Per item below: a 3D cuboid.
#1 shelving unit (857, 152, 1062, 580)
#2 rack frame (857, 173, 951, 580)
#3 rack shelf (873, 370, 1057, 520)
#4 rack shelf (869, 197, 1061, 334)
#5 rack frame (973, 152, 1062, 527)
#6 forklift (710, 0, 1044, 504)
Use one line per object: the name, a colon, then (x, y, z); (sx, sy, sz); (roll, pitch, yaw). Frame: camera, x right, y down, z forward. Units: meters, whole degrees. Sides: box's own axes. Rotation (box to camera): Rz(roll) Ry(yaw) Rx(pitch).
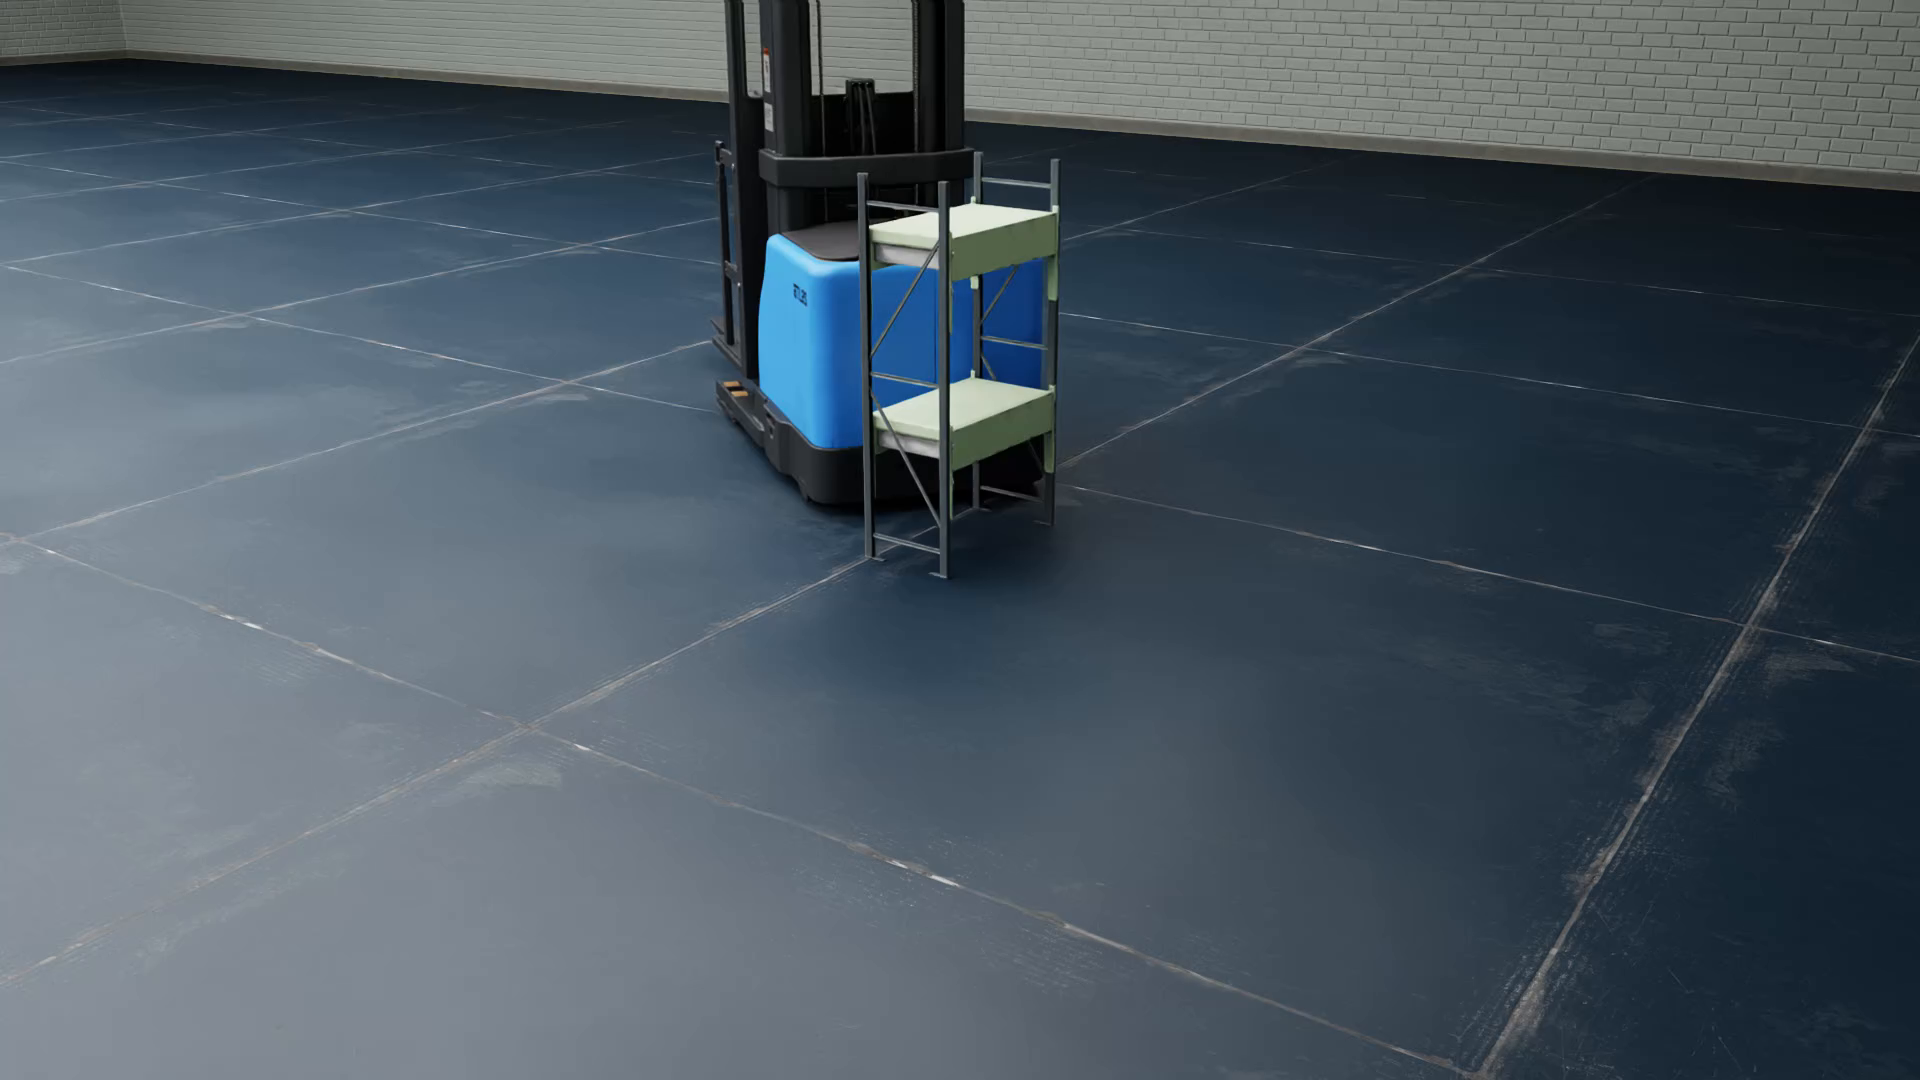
shelving unit: (0.009, -0.696, 6.485); (0.431, 1.500, 0.755); (14, 25, 33)
rack frame: (-0.205, -0.593, 6.207); (0.400, 1.500, 0.023); (14, 25, 33)
rack shelf: (0.009, -0.390, 6.598); (0.431, 0.370, 0.720); (14, 25, 33)
rack shelf: (0.009, -1.062, 6.350); (0.431, 0.370, 0.720); (14, 25, 33)
rack frame: (0.223, -0.799, 6.764); (0.400, 1.500, 0.023); (14, 25, 33)
forklift: (-0.609, -2.001, 7.950); (1.130, 2.935, 3.031); (-7, 21, -18)
